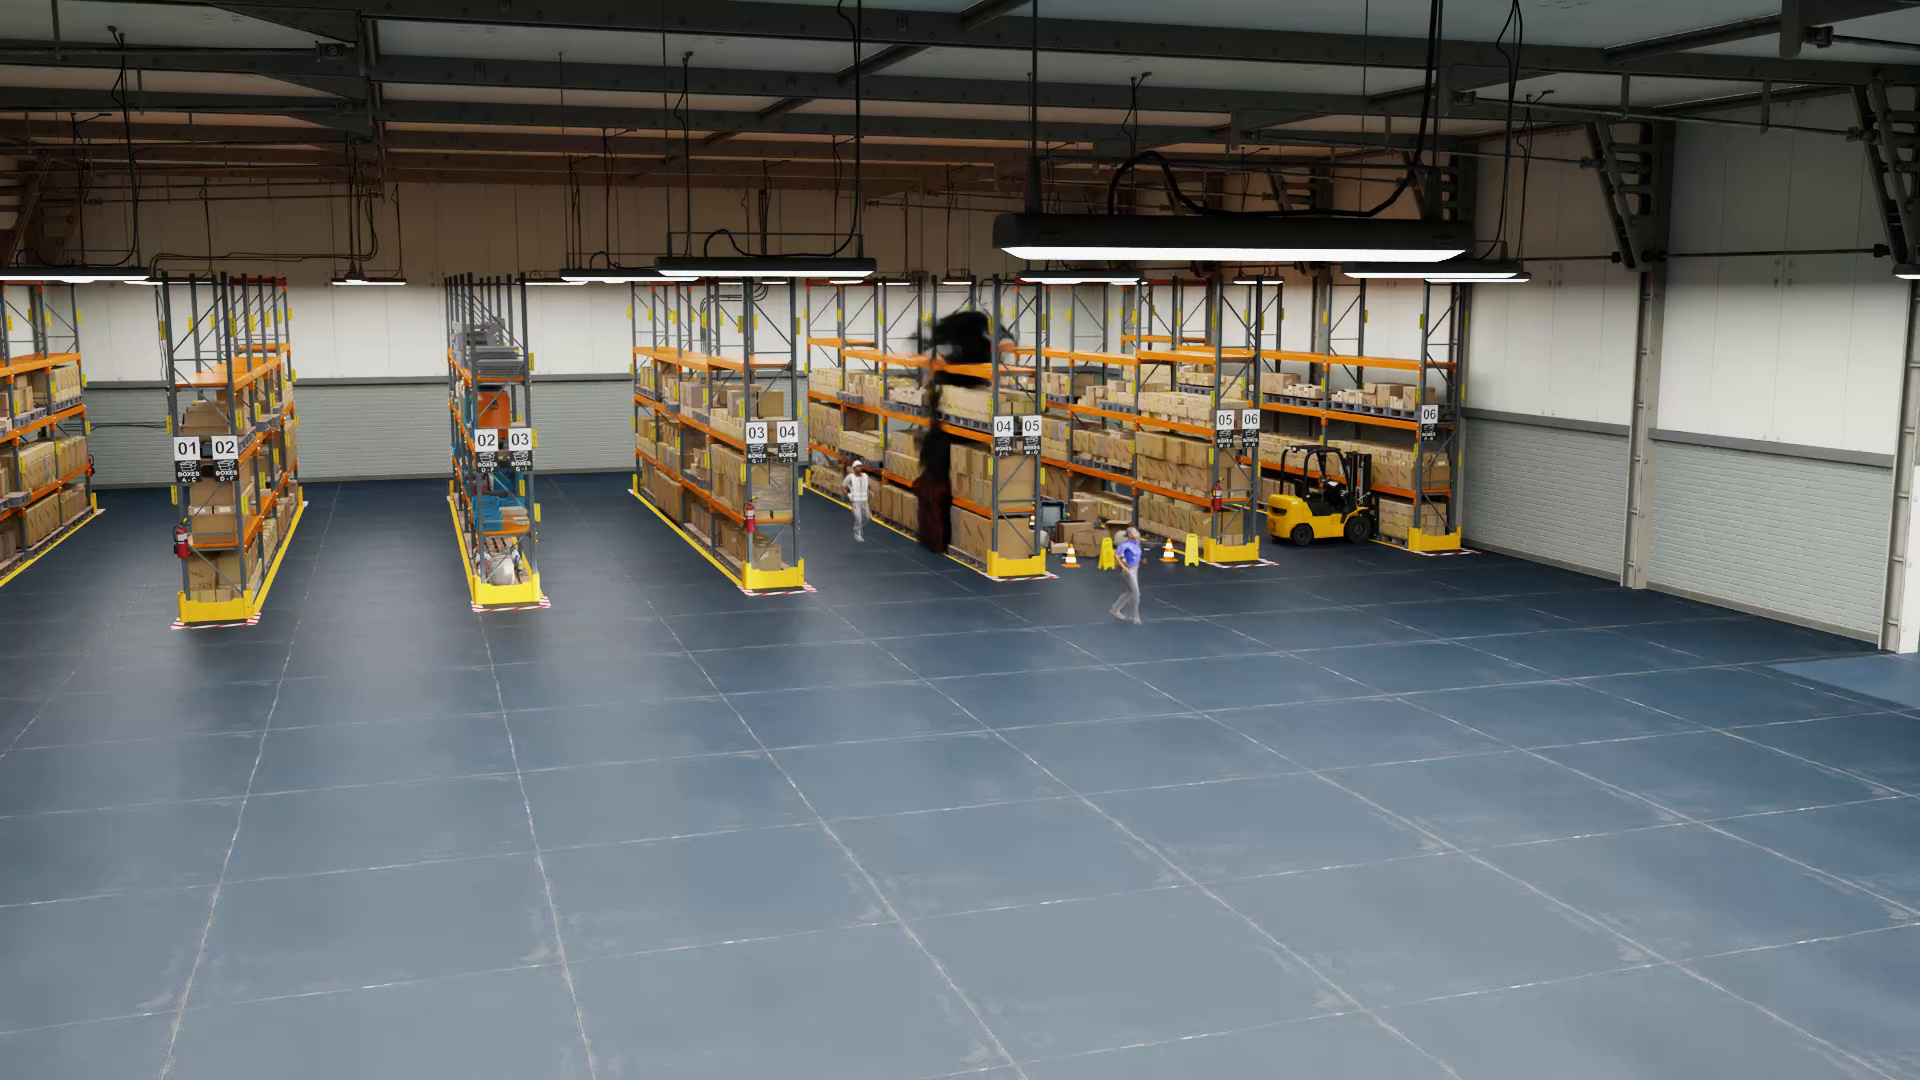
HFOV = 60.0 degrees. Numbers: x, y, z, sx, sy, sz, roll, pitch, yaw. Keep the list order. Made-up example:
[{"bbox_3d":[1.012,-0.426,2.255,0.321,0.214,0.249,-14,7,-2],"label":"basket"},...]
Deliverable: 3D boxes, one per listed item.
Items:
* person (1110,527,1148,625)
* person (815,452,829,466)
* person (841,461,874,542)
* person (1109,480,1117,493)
[{"bbox_3d":[2.905,0.625,28.636,0.671,1.734,0.585,4,10,26],"label":"person"},{"bbox_3d":[-4.063,-2.639,49.810,0.598,1.697,0.746,0,9,-1],"label":"person"},{"bbox_3d":[-2.204,-0.847,35.975,0.720,1.743,0.578,-5,10,-29],"label":"person"},{"bbox_3d":[4.144,-1.888,44.959,0.560,1.753,0.727,-3,9,-21],"label":"person"}]
